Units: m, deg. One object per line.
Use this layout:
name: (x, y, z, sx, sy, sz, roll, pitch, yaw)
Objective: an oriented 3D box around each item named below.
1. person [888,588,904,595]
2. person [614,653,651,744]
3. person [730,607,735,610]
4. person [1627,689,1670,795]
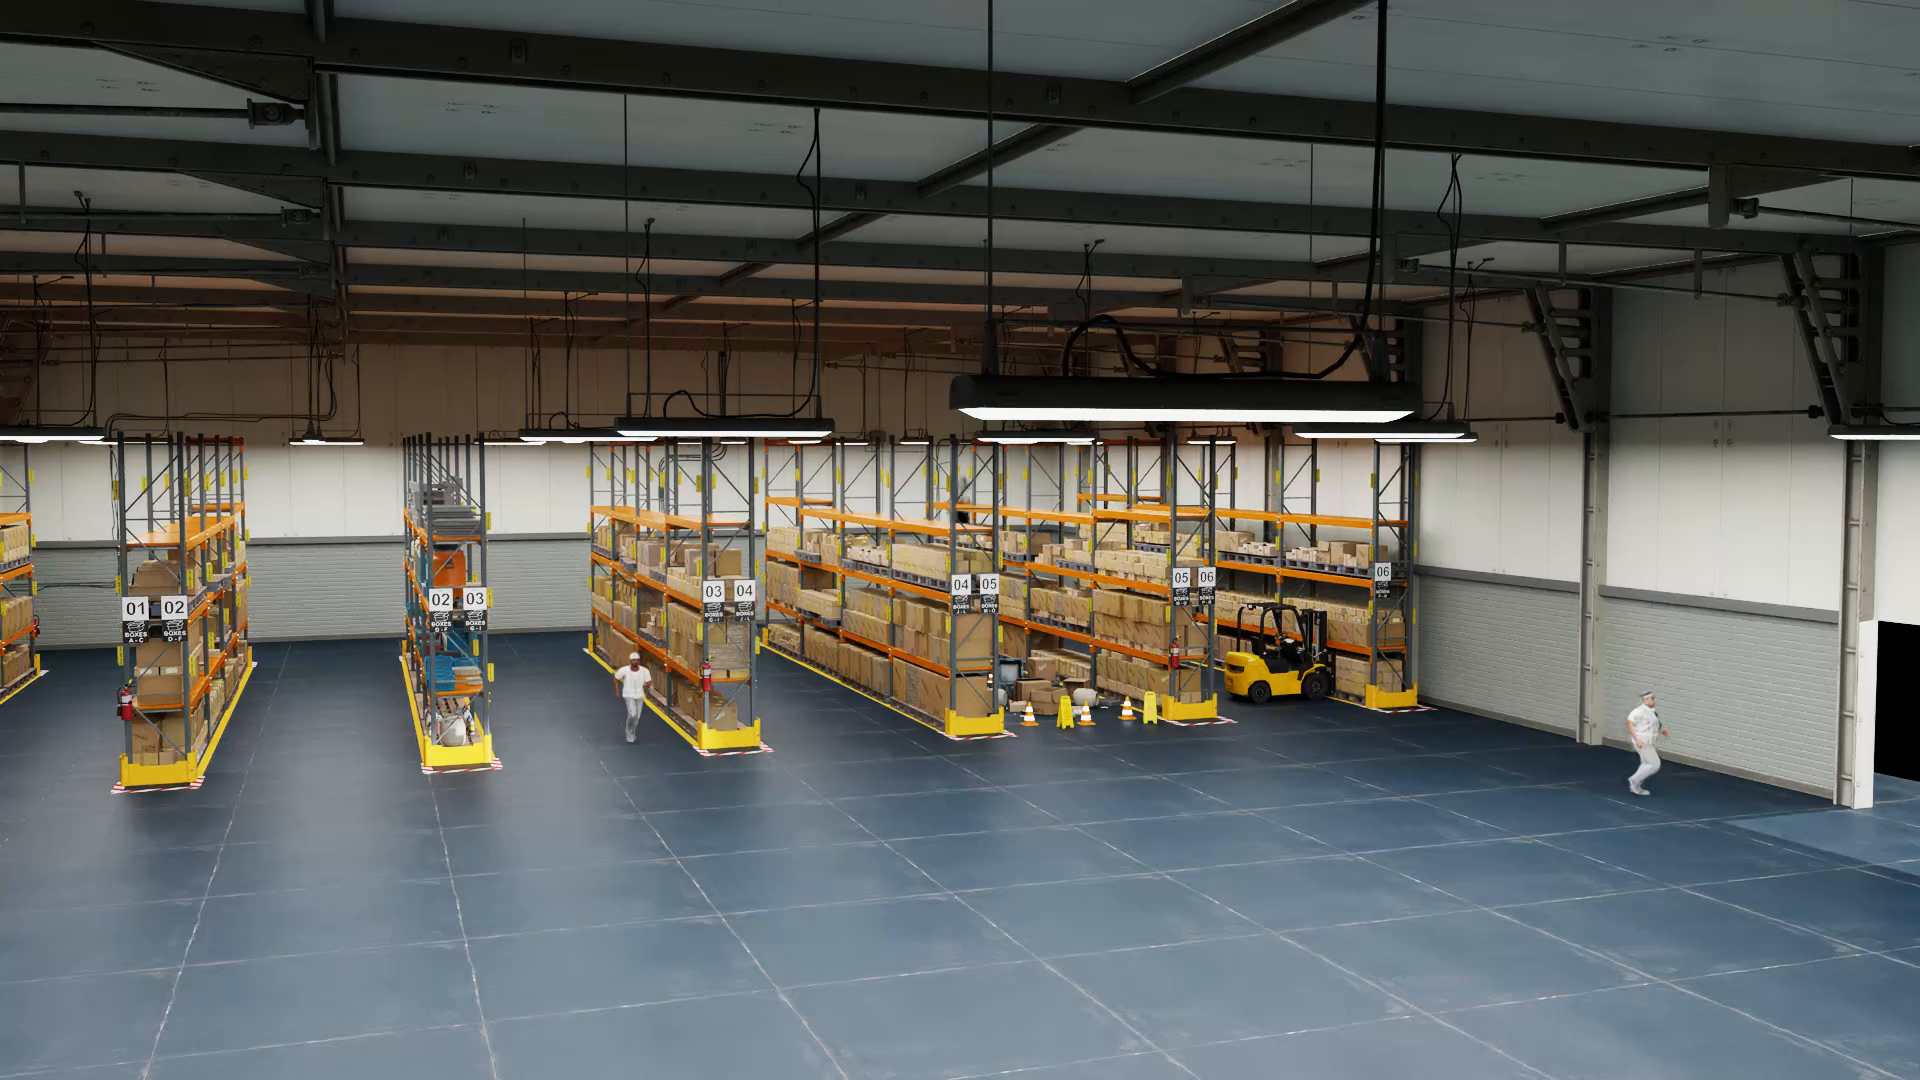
person: (-2.064, 2.049, 51.009, 0.735, 1.747, 0.676, -1, 3, -18)
person: (-6.316, 3.060, 32.242, 0.666, 1.768, 0.777, -2, 4, -28)
person: (-6.670, 2.247, 48.292, 0.733, 1.600, 0.648, 2, 4, 27)
person: (11.340, 3.327, 27.364, 0.604, 1.749, 0.668, 2, 4, 37)
